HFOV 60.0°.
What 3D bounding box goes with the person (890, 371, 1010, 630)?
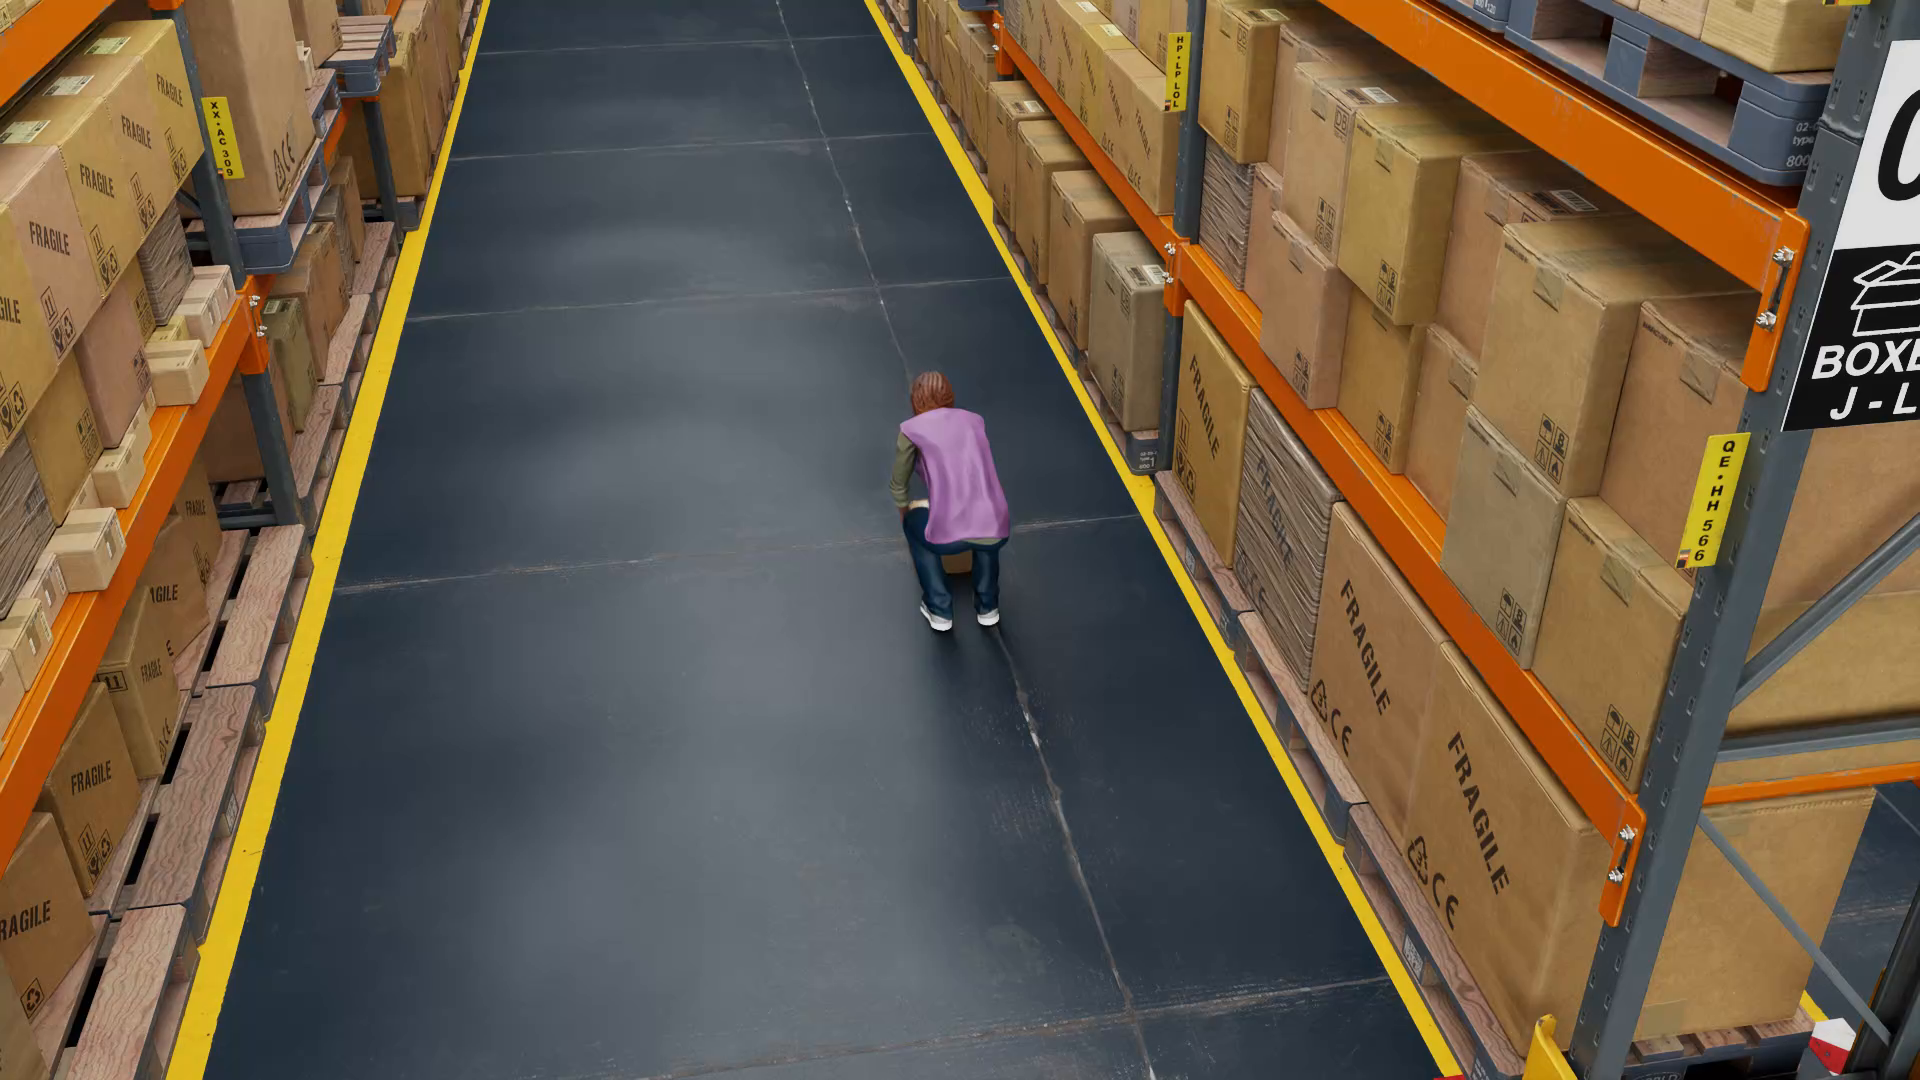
[{"bbox_3d":[-0.041,-0.130,6.974,0.454,0.963,0.779,-5,32,-9],"label":"person"}]
